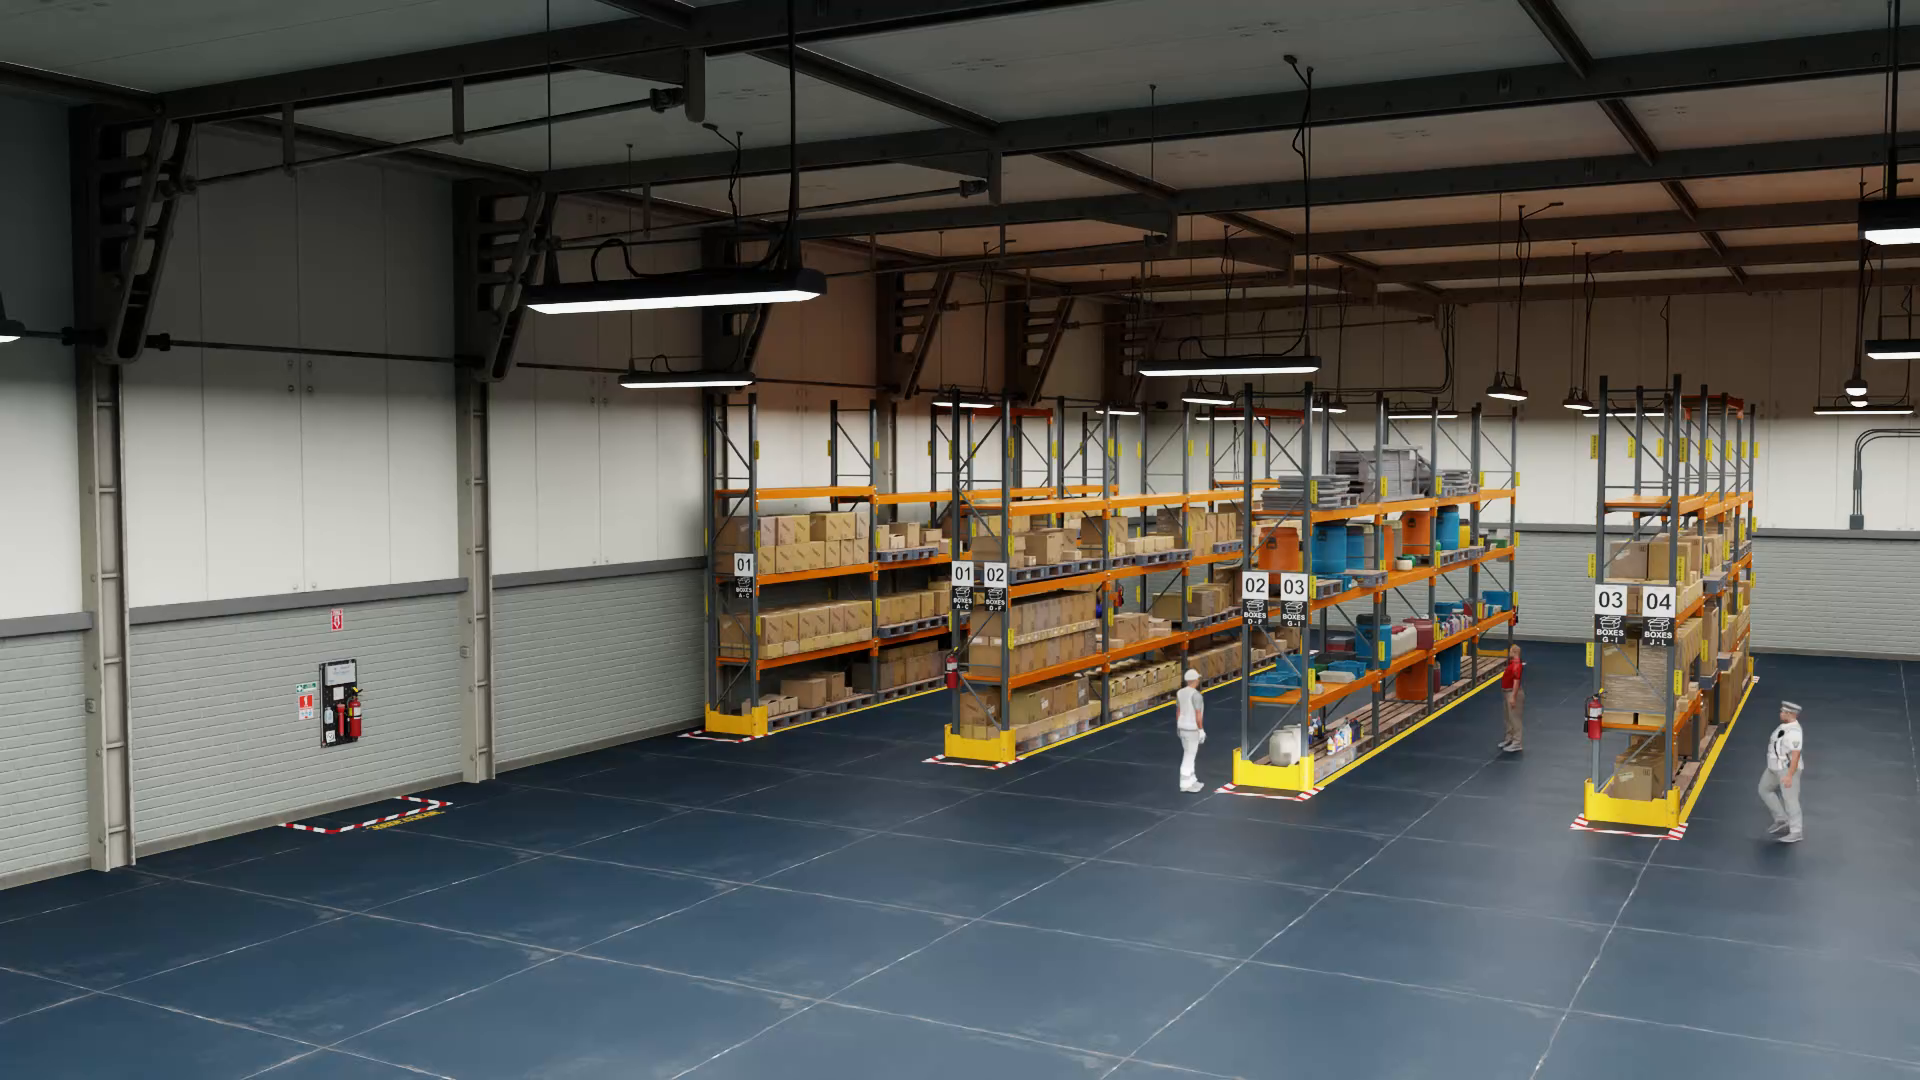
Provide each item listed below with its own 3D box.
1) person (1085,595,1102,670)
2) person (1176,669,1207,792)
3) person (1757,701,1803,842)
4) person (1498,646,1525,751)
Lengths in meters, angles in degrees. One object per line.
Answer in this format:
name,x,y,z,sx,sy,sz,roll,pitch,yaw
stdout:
person,2.945,2.041,36.678,0.384,1.669,0.514,2,4,37
person,3.462,2.794,24.458,0.553,1.792,0.636,-1,3,-21
person,10.600,2.959,21.395,0.418,1.785,0.654,0,3,-3
person,9.240,2.631,27.808,0.392,1.735,0.574,0,3,2
